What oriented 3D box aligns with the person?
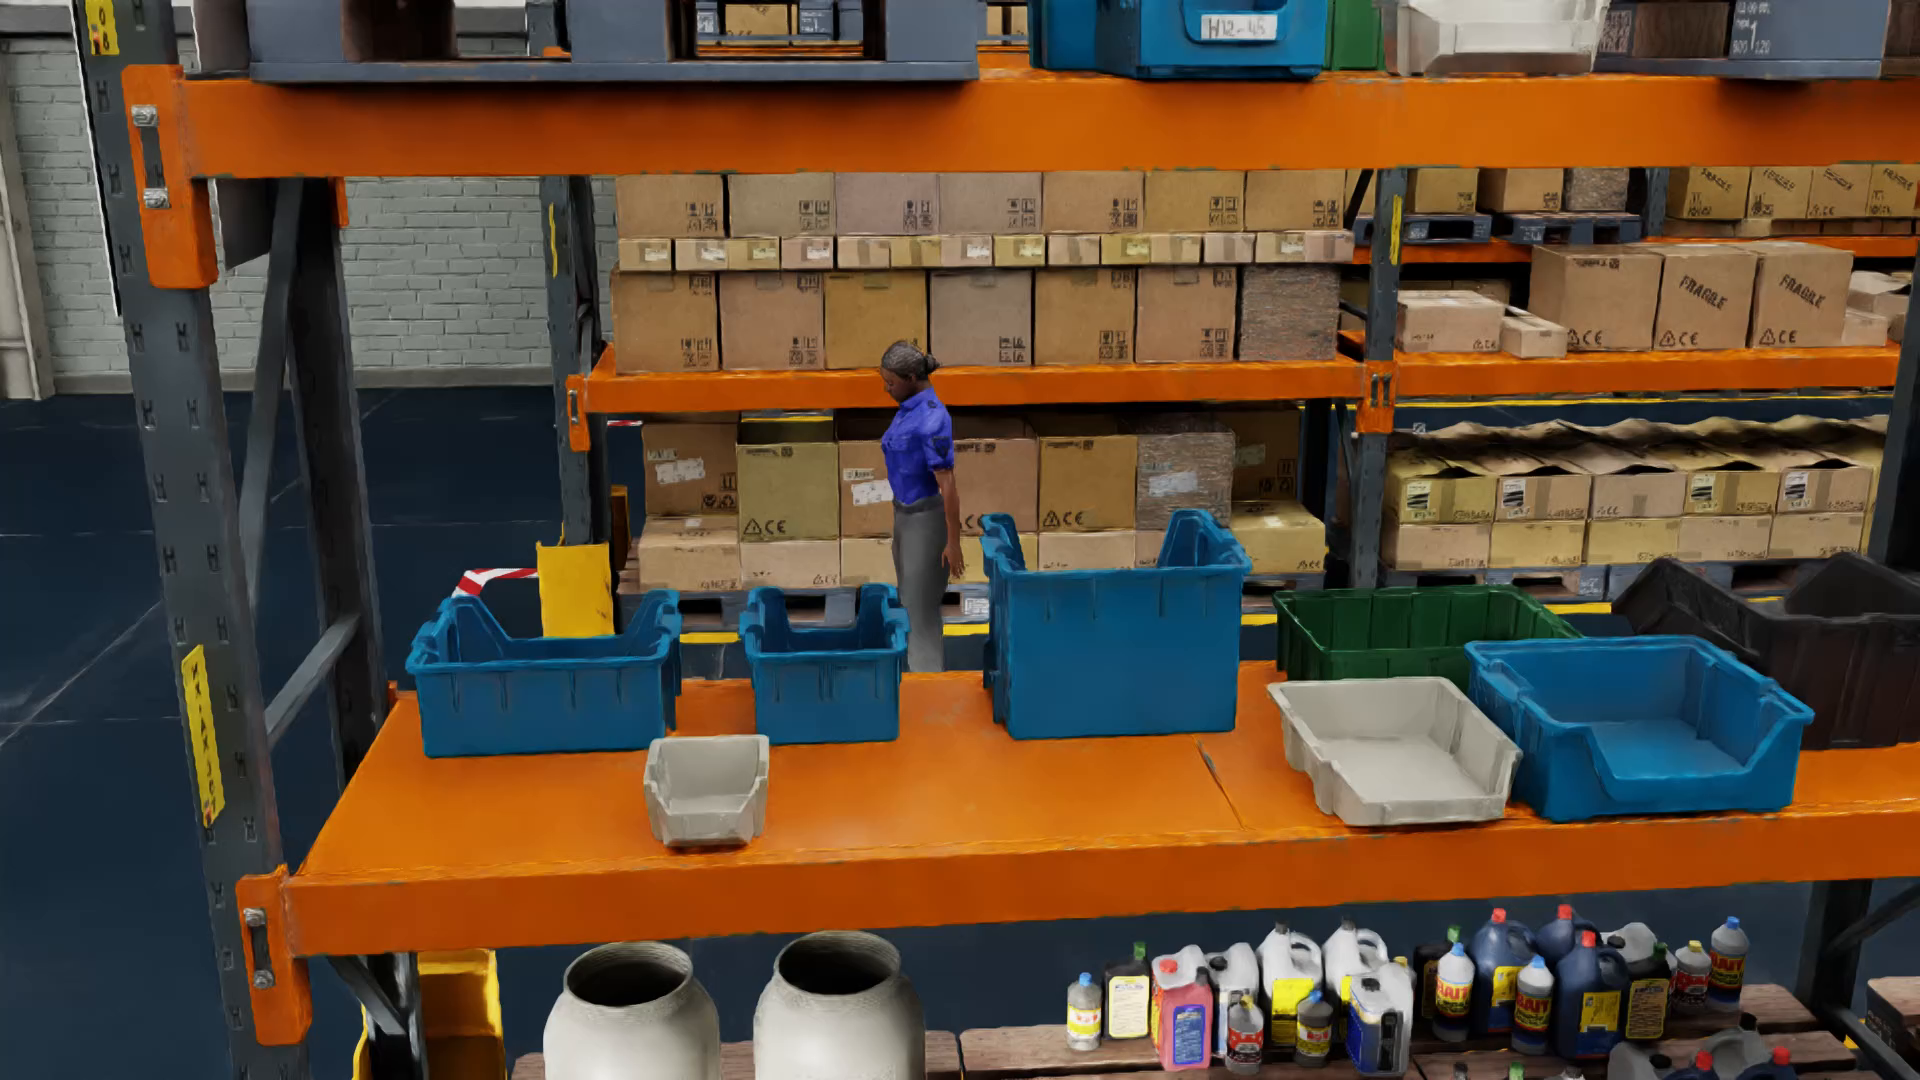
[{"bbox_3d":[-0.216,-0.005,7.024,0.439,1.646,0.673,-5,18,-15],"label":"person"}]
